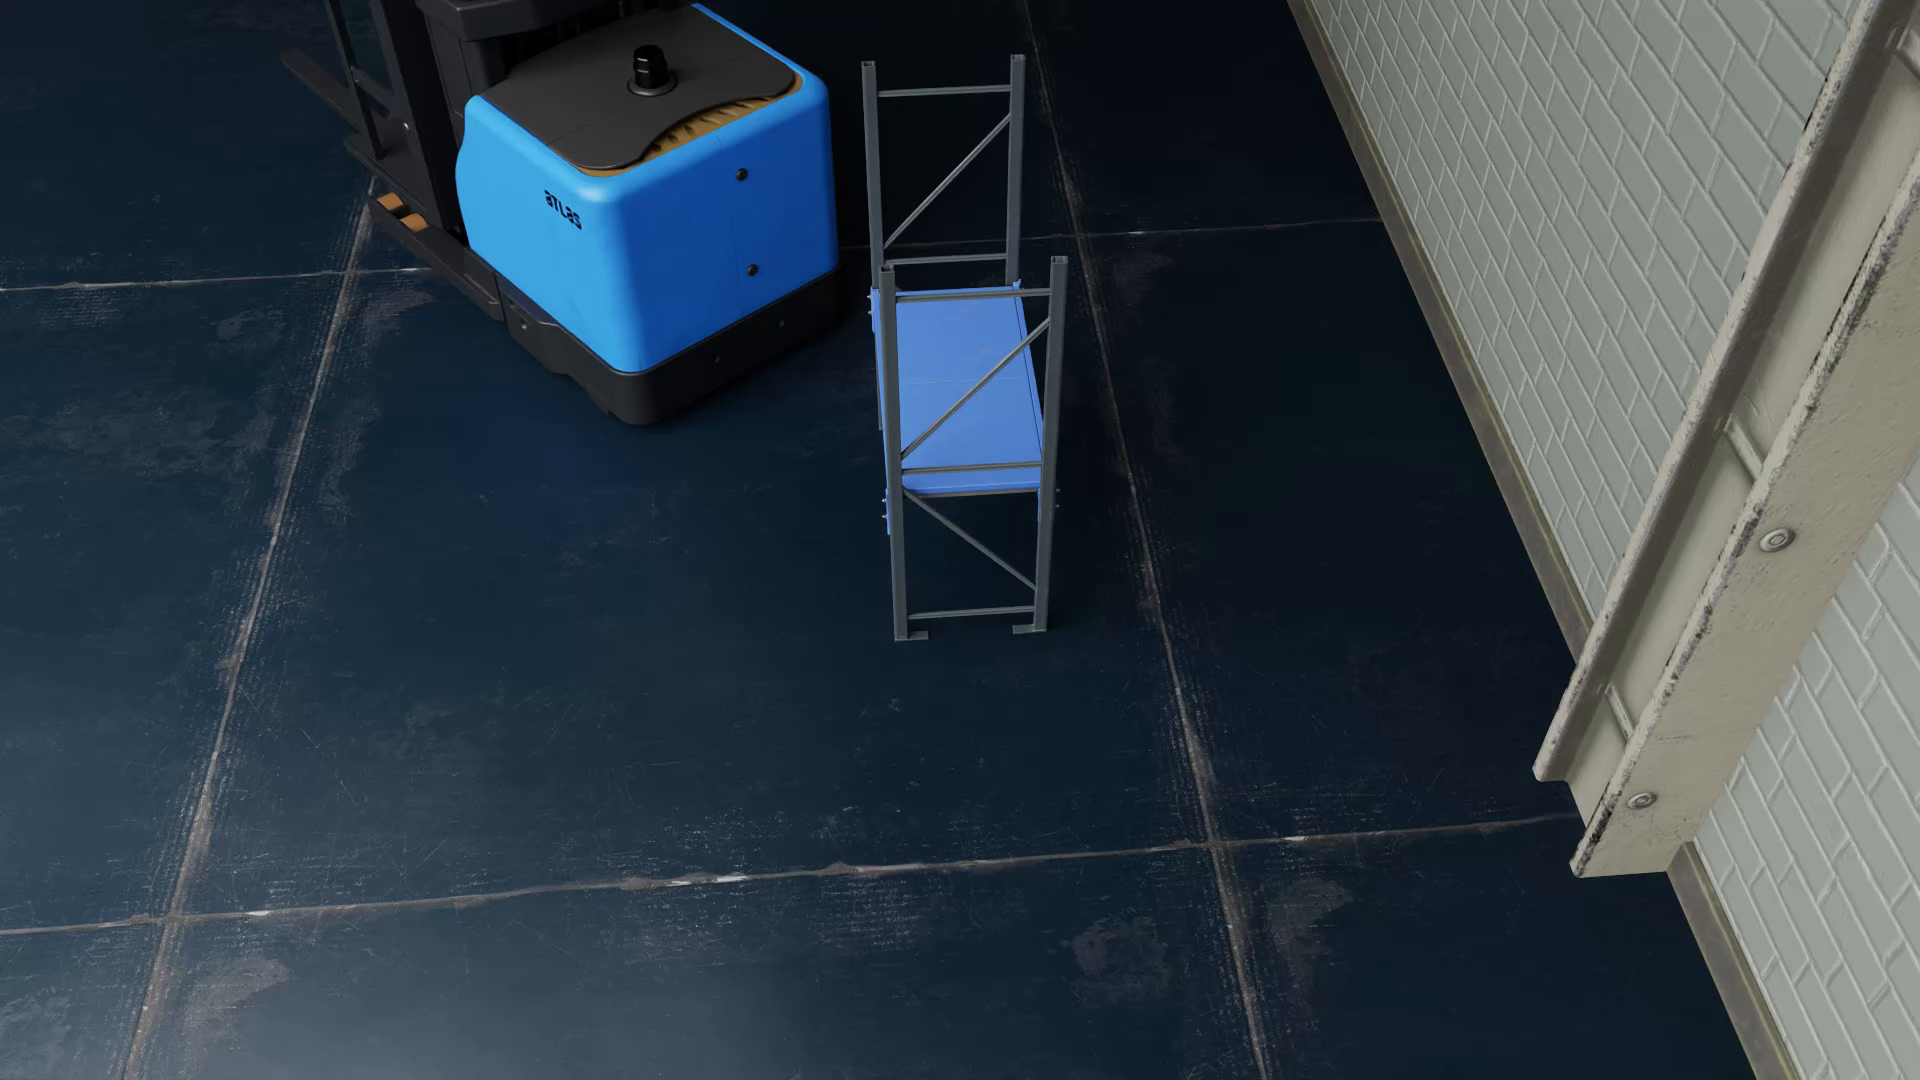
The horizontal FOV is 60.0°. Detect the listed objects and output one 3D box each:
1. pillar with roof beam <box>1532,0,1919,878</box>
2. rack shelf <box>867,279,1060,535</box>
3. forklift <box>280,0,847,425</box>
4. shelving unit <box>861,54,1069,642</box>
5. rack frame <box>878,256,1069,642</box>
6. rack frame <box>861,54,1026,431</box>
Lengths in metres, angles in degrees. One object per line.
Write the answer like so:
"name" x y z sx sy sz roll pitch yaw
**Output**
"pillar with roof beam" -2.368 -2.007 1.452 9.100 9.000 0.400 -3 47 -3
"rack shelf" -0.007 -0.454 5.395 0.538 0.185 1.000 -3 47 -3
"forklift" -1.811 -2.410 6.014 1.130 2.935 3.031 -34 55 -28
"shelving unit" -0.007 -0.577 5.264 0.538 1.500 1.048 -3 47 -3
"rack frame" 0.035 -0.210 4.916 0.500 1.500 0.032 -3 47 -3
"rack frame" -0.050 -0.945 5.612 0.500 1.500 0.032 -3 47 -3
